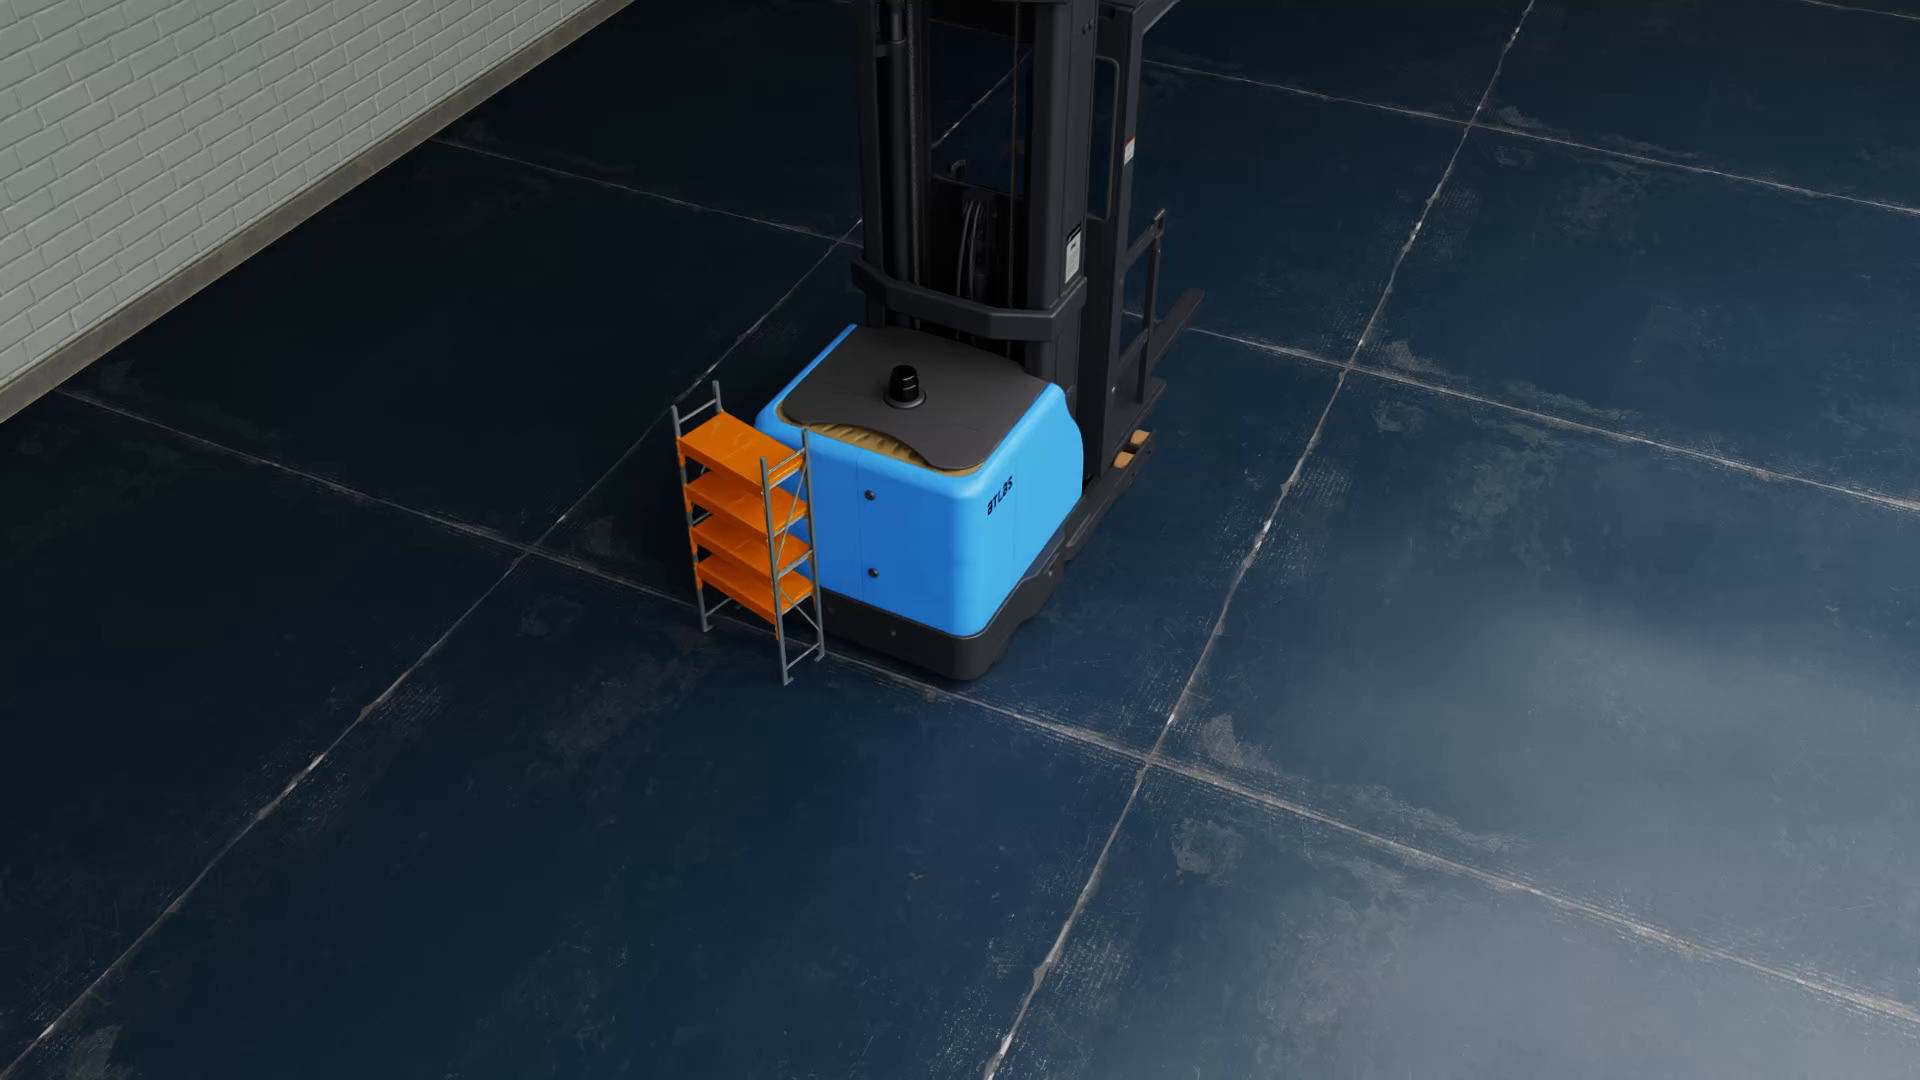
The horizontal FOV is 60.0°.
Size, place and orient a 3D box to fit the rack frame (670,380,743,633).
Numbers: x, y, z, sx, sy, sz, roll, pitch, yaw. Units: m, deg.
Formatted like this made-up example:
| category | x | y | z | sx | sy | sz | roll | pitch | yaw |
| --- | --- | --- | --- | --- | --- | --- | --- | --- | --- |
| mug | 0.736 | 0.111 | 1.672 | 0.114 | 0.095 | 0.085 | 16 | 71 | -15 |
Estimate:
| category | x | y | z | sx | sy | sz | roll | pitch | yaw |
| --- | --- | --- | --- | --- | --- | --- | --- | --- | --- |
| rack frame | -1.030 | -0.114 | 6.850 | 0.015 | 1.200 | 0.240 | 29 | 49 | 29 |

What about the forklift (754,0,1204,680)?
| category | x | y | z | sx | sy | sz | roll | pitch | yaw |
| --- | --- | --- | --- | --- | --- | --- | --- | --- | --- |
| forklift | 0.297 | -1.488 | 7.112 | 1.130 | 2.935 | 3.031 | 19 | 44 | 20 |

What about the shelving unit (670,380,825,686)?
| category | x | y | z | sx | sy | sz | roll | pitch | yaw |
| --- | --- | --- | --- | --- | --- | --- | --- | --- | --- |
| shelving unit | -0.844 | -0.011 | 6.730 | 0.503 | 1.200 | 0.258 | 29 | 49 | 29 |

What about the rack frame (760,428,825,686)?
| category | x | y | z | sx | sy | sz | roll | pitch | yaw |
| --- | --- | --- | --- | --- | --- | --- | --- | --- | --- |
| rack frame | -0.658 | 0.093 | 6.611 | 0.015 | 1.200 | 0.240 | 29 | 49 | 29 |

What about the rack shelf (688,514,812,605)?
| category | x | y | z | sx | sy | sz | roll | pitch | yaw |
| --- | --- | --- | --- | --- | --- | --- | --- | --- | --- |
| rack shelf | -0.844 | 0.040 | 6.774 | 0.480 | 0.148 | 0.258 | 29 | 49 | 29 |

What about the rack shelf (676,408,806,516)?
| category | x | y | z | sx | sy | sz | roll | pitch | yaw |
| --- | --- | --- | --- | --- | --- | --- | --- | --- | --- |
| rack shelf | -0.844 | -0.308 | 6.473 | 0.480 | 0.148 | 0.258 | 29 | 49 | 29 |

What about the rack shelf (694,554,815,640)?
| category | x | y | z | sx | sy | sz | roll | pitch | yaw |
| --- | --- | --- | --- | --- | --- | --- | --- | --- | --- |
| rack shelf | -0.844 | 0.190 | 6.905 | 0.480 | 0.148 | 0.258 | 29 | 49 | 29 |

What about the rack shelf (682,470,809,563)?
| category | x | y | z | sx | sy | sz | roll | pitch | yaw |
| --- | --- | --- | --- | --- | --- | --- | --- | --- | --- |
| rack shelf | -0.844 | -0.129 | 6.628 | 0.480 | 0.148 | 0.258 | 29 | 49 | 29 |
